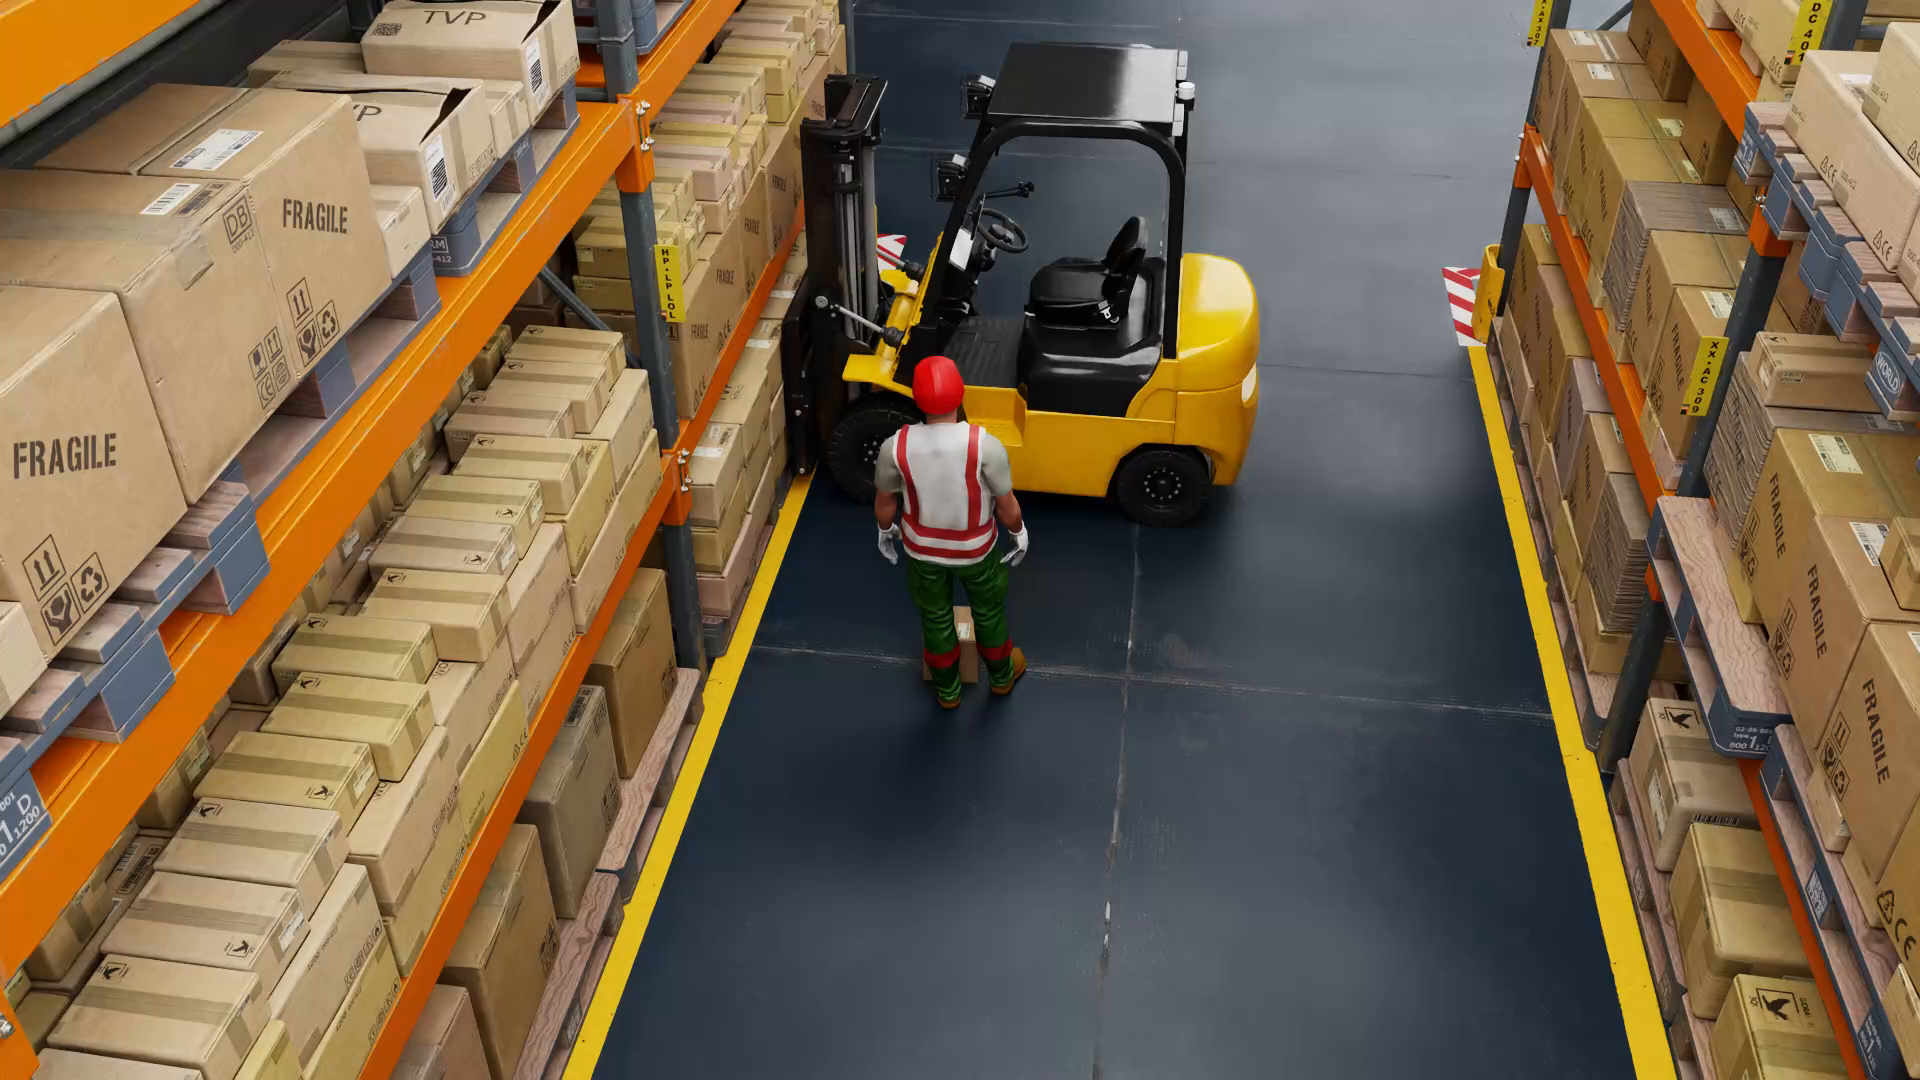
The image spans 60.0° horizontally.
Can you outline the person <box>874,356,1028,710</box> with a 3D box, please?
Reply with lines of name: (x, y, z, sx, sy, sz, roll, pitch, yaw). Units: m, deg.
person: (-0.024, -0.039, 7.059, 0.638, 1.791, 0.561, 4, 36, 6)
